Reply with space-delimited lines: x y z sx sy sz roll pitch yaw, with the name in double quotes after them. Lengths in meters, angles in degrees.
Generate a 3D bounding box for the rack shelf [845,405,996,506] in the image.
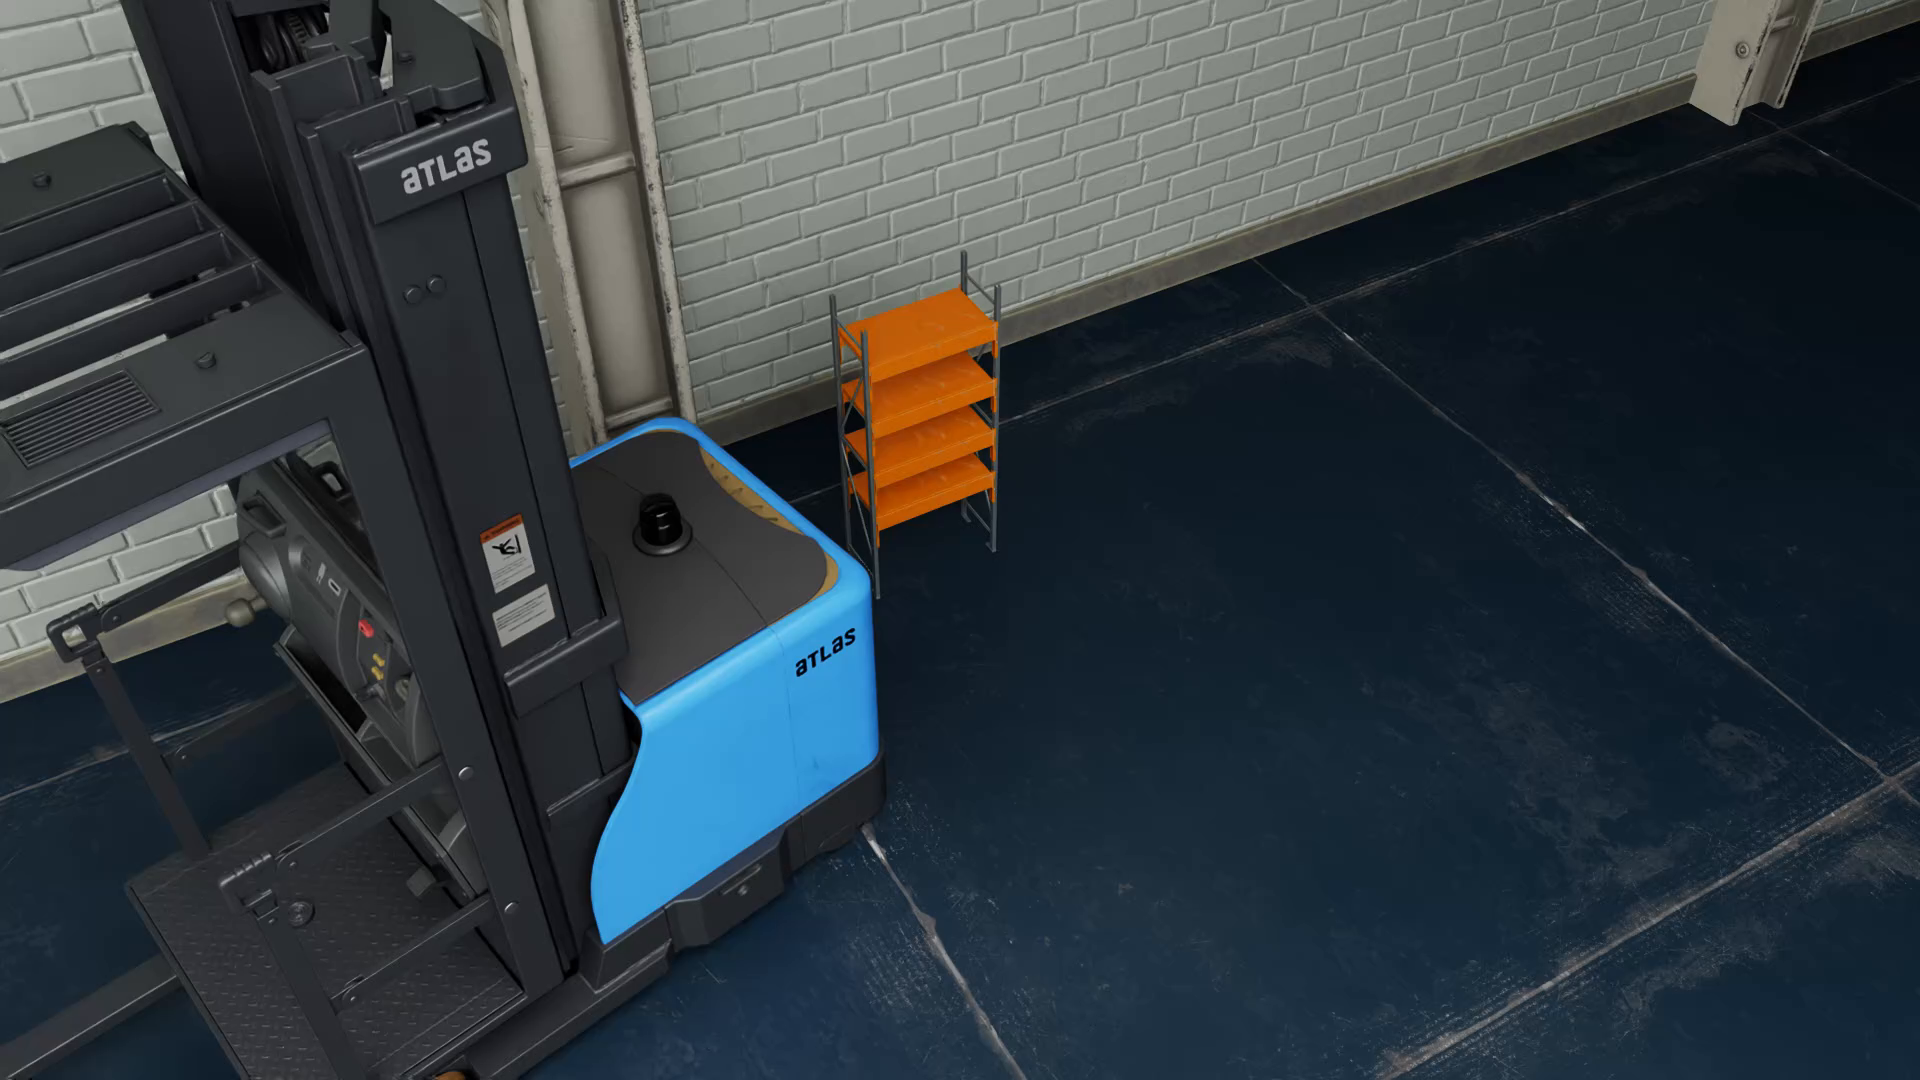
-0.144 -0.325 5.820 0.480 0.148 0.258 -22 48 -21 "rack shelf"

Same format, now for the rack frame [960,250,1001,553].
0.068 -0.458 5.860 0.015 1.200 0.240 -22 48 -21 "rack frame"

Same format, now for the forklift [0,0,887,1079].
-1.670 0.245 3.893 3.031 2.935 1.130 -32 52 -28 "forklift"

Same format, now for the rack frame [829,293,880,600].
-0.355 -0.288 5.686 0.015 1.200 0.240 -22 48 -21 "rack frame"

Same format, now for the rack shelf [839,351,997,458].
-0.144 -0.485 5.664 0.480 0.148 0.258 -22 48 -21 "rack shelf"

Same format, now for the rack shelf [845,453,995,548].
-0.144 -0.182 5.958 0.480 0.148 0.258 -22 48 -21 "rack shelf"

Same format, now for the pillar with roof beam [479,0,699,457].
0.932 -0.803 0.616 0.400 9.000 9.100 -22 48 -21 "pillar with roof beam"

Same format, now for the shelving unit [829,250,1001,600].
-0.144 -0.373 5.773 0.503 1.200 0.258 -22 48 -21 "shelving unit"

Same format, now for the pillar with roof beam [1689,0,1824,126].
6.134 -2.884 2.761 0.400 9.000 9.100 -22 48 -21 "pillar with roof beam"

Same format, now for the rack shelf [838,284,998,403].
-0.144 -0.655 5.499 0.480 0.148 0.258 -22 48 -21 "rack shelf"
